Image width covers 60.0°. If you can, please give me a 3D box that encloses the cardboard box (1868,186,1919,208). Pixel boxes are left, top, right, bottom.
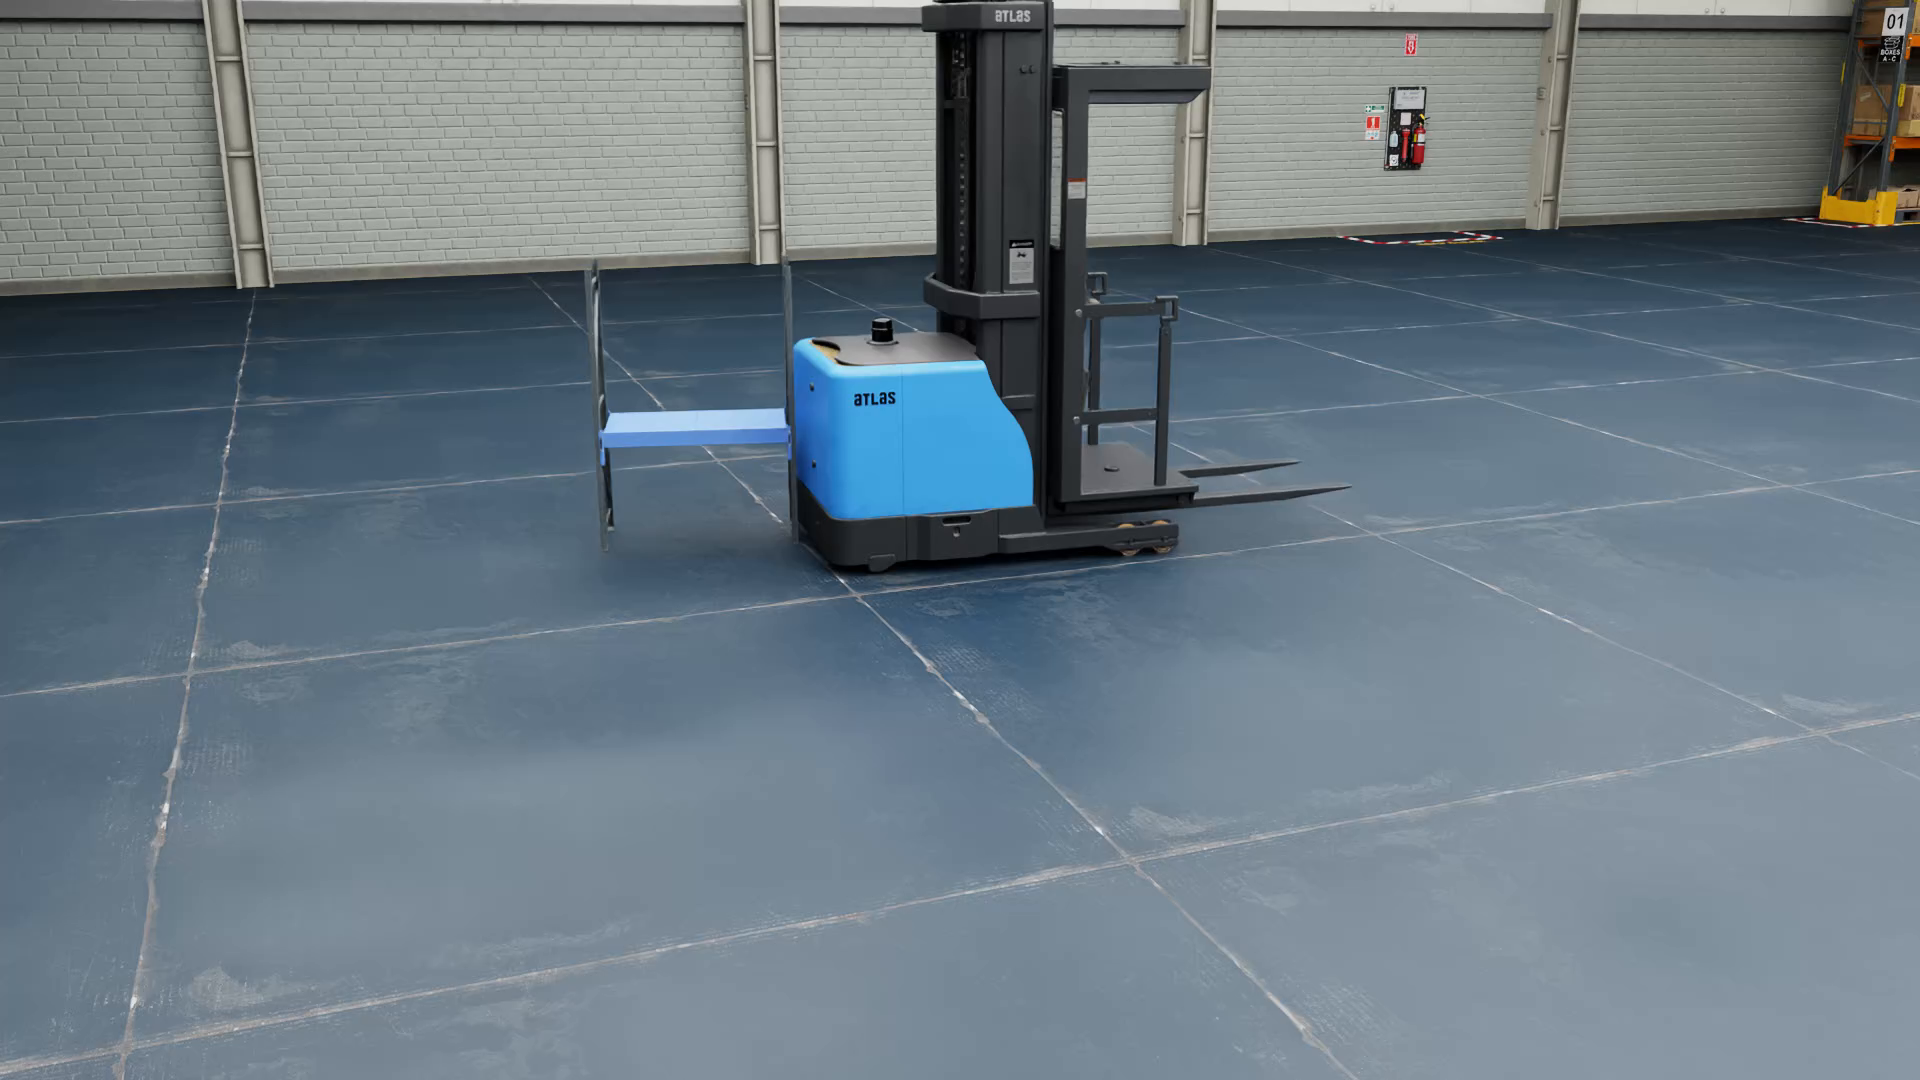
[{"bbox_3d":[14.720,-5.422,26.228,0.500,0.311,0.500,-8,18,-26],"label":"cardboard box"}]

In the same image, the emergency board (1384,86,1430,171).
[{"bbox_3d":[6.462,-5.909,23.895,0.643,1.169,0.194,-6,17,-20],"label":"emergency board"}]

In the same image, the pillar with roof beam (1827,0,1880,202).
[{"bbox_3d":[15.926,-8.498,22.067,0.400,9.000,9.100,-6,17,-20],"label":"pillar with roof beam"}]

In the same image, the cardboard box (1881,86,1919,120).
[{"bbox_3d":[14.595,-6.721,25.562,0.500,0.500,0.500,-6,17,-20],"label":"cardboard box"}]

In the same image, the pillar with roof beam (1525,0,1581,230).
[{"bbox_3d":[10.323,-7.894,20.007,0.400,9.000,9.100,-6,17,-20],"label":"pillar with roof beam"}]

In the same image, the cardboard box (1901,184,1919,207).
[{"bbox_3d":[15.252,-5.479,26.424,0.500,0.311,0.500,-5,17,-15],"label":"cardboard box"}]

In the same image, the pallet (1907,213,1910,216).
[{"bbox_3d":[16.021,-5.319,26.836,1.213,0.211,1.003,-6,17,-20],"label":"pallet"}]

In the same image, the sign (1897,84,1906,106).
[{"bbox_3d":[14.236,-6.727,25.146,0.005,0.325,0.100,-6,17,-20],"label":"sign"}]

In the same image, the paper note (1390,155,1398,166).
[{"bbox_3d":[6.272,-5.486,24.021,0.142,0.148,0.016,-6,17,-20],"label":"paper note"}]

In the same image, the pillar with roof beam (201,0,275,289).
[{"bbox_3d":[-6.485,-6.079,13.827,0.400,9.000,9.100,-6,17,-20],"label":"pillar with roof beam"}]

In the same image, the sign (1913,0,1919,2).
[{"bbox_3d":[14.236,-8.170,24.722,0.005,0.325,0.100,-6,17,-20],"label":"sign"}]

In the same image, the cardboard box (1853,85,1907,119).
[{"bbox_3d":[14.406,-6.855,26.019,0.500,0.500,0.500,-6,18,-21],"label":"cardboard box"}]

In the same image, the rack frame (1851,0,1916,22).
[{"bbox_3d":[14.042,-9.333,24.909,0.127,3.000,1.000,-6,17,-20],"label":"rack frame"}]

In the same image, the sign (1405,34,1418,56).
[{"bbox_3d":[6.419,-7.046,23.655,0.199,0.298,0.001,-6,17,-20],"label":"sign"}]

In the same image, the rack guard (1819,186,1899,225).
[{"bbox_3d":[14.113,-5.263,26.133,0.348,0.500,1.175,-6,17,-20],"label":"rack guard"}]

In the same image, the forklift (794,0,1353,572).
[{"bbox_3d":[0.664,-1.463,8.878,3.031,2.935,1.130,-5,17,-16],"label":"forklift"}]

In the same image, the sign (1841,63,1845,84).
[{"bbox_3d":[13.862,-7.310,26.051,0.005,0.325,0.100,-6,17,-20],"label":"sign"}]

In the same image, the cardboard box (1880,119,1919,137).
[{"bbox_3d":[14.611,-6.358,25.656,0.500,0.250,0.500,-7,18,-22],"label":"cardboard box"}]

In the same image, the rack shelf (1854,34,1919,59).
[{"bbox_3d":[15.909,-7.750,26.120,4.000,0.370,1.077,-6,17,-20],"label":"rack shelf"}]

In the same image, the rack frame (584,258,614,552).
[{"bbox_3d":[-1.929,-0.725,8.905,0.032,1.500,0.500,-2,16,-7],"label":"rack frame"}]

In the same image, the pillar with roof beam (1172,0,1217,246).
[{"bbox_3d":[4.721,-7.289,17.947,0.400,9.000,9.100,-6,17,-20],"label":"pillar with roof beam"}]

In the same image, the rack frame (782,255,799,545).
[{"bbox_3d":[-0.921,-0.762,9.030,0.032,1.500,0.500,-2,16,-7],"label":"rack frame"}]

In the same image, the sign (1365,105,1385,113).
[{"bbox_3d":[5.916,-6.150,23.712,0.331,0.109,0.001,-6,17,-20],"label":"sign"}]

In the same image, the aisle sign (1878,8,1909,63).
[{"bbox_3d":[14.082,-7.616,25.095,0.004,0.787,0.394,-6,17,-20],"label":"aisle sign"}]

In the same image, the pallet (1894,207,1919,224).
[{"bbox_3d":[14.884,-5.197,26.421,1.213,0.211,1.003,-6,17,-20],"label":"pallet"}]

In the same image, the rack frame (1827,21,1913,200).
[{"bbox_3d":[14.042,-6.455,25.754,0.127,3.000,1.000,-6,17,-20],"label":"rack frame"}]

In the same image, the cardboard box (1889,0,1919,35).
[{"bbox_3d":[14.443,-7.919,25.206,0.500,0.500,0.500,-6,17,-19],"label":"cardboard box"}]

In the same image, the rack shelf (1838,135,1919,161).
[{"bbox_3d":[15.909,-6.311,26.542,4.000,0.370,1.077,-6,17,-20],"label":"rack shelf"}]

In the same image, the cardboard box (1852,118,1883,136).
[{"bbox_3d":[14.409,-6.490,26.107,0.500,0.250,0.500,-6,17,-19],"label":"cardboard box"}]

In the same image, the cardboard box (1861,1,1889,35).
[{"bbox_3d":[14.341,-8.060,25.685,0.500,0.500,0.500,-5,17,-16],"label":"cardboard box"}]

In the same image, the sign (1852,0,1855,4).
[{"bbox_3d":[13.862,-8.467,25.711,0.005,0.325,0.100,-6,17,-20],"label":"sign"}]

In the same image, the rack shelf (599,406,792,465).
[{"bbox_3d":[-1.425,-0.571,9.018,1.000,0.185,0.538,-2,16,-7],"label":"rack shelf"}]

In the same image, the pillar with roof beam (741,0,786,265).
[{"bbox_3d":[-0.882,-6.684,15.887,0.400,9.000,9.100,-6,17,-20],"label":"pillar with roof beam"}]

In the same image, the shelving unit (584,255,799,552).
[{"bbox_3d":[-1.425,-0.743,8.968,1.048,1.500,0.538,-2,16,-7],"label":"shelving unit"}]

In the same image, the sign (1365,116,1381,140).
[{"bbox_3d":[5.909,-5.897,23.793,0.234,0.329,0.001,-6,17,-20],"label":"sign"}]
